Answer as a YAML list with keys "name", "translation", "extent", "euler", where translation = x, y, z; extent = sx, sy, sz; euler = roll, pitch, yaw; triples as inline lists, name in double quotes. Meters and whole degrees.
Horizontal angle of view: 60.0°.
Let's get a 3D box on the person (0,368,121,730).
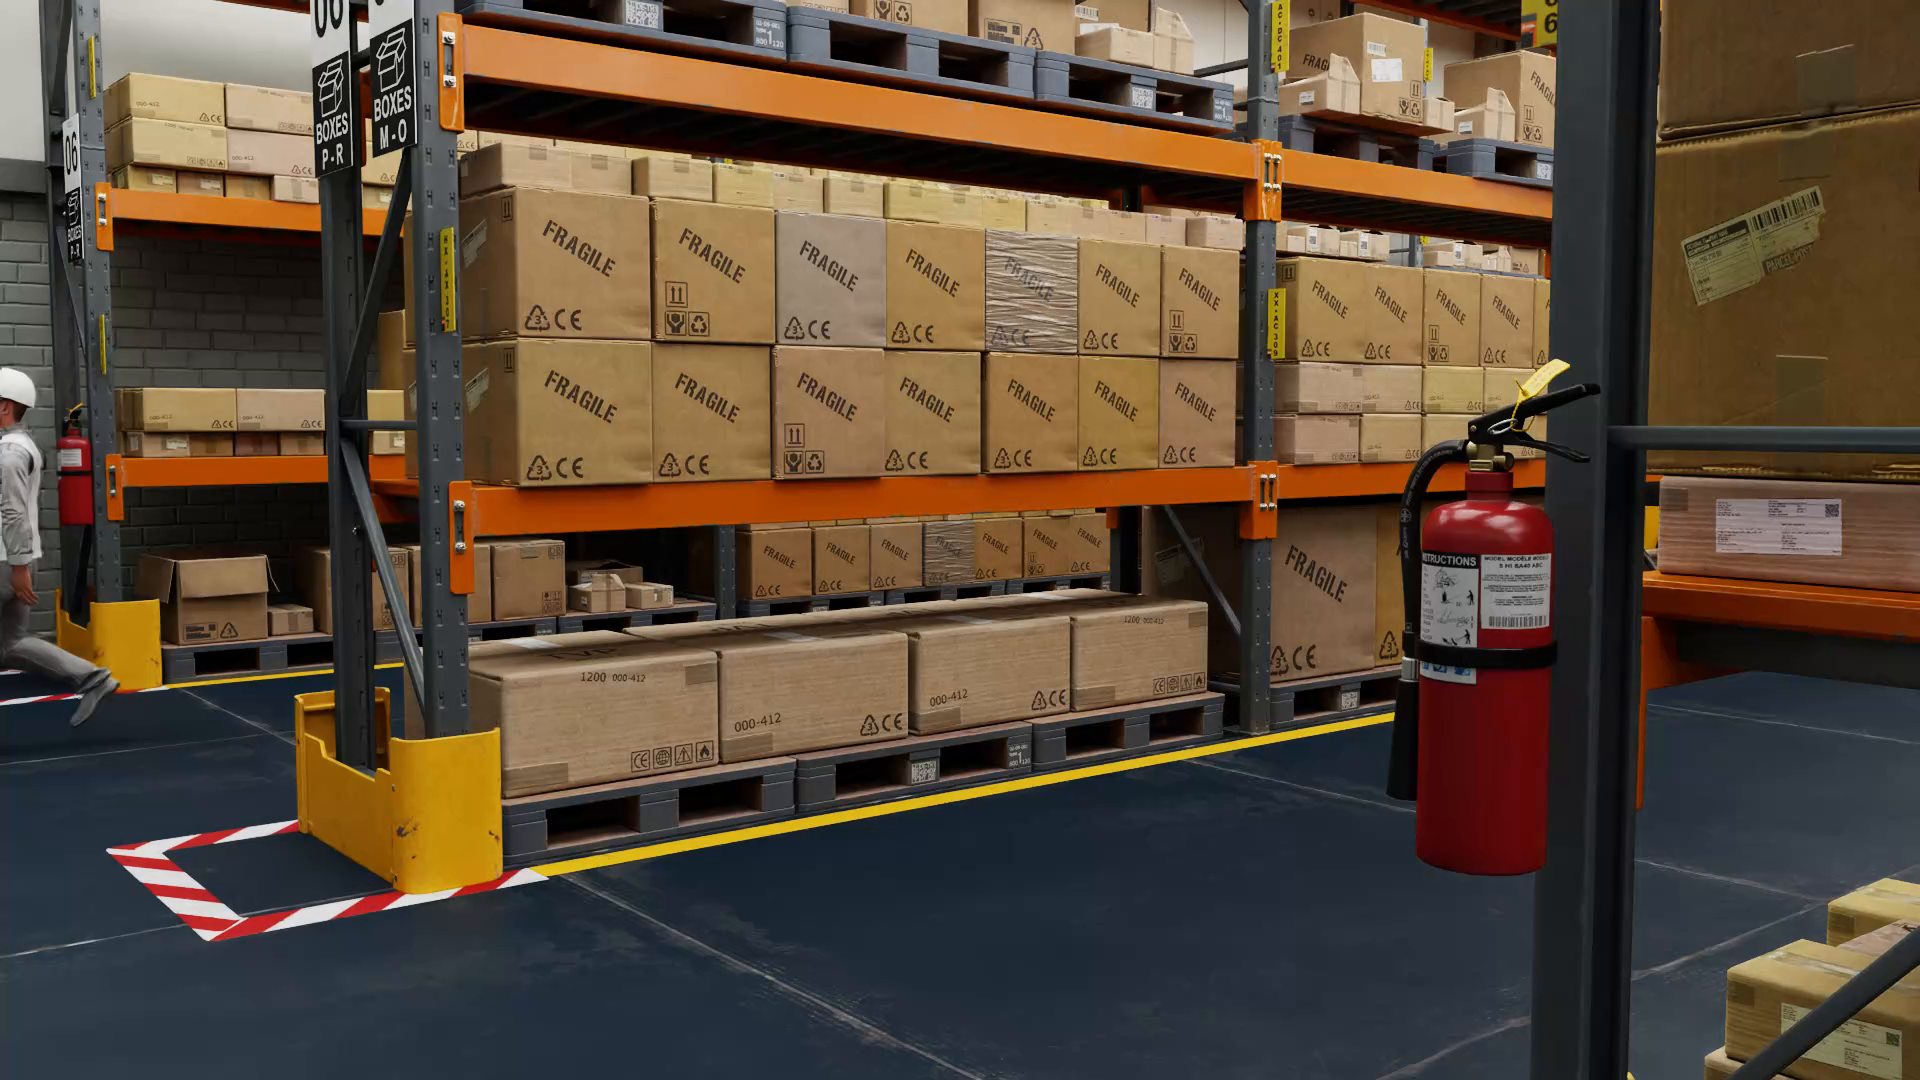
- name: "person"
  translation: [-4.363, 0.088, 7.598]
  extent: [0.887, 1.738, 0.533]
  euler: [-2, 5, -22]
